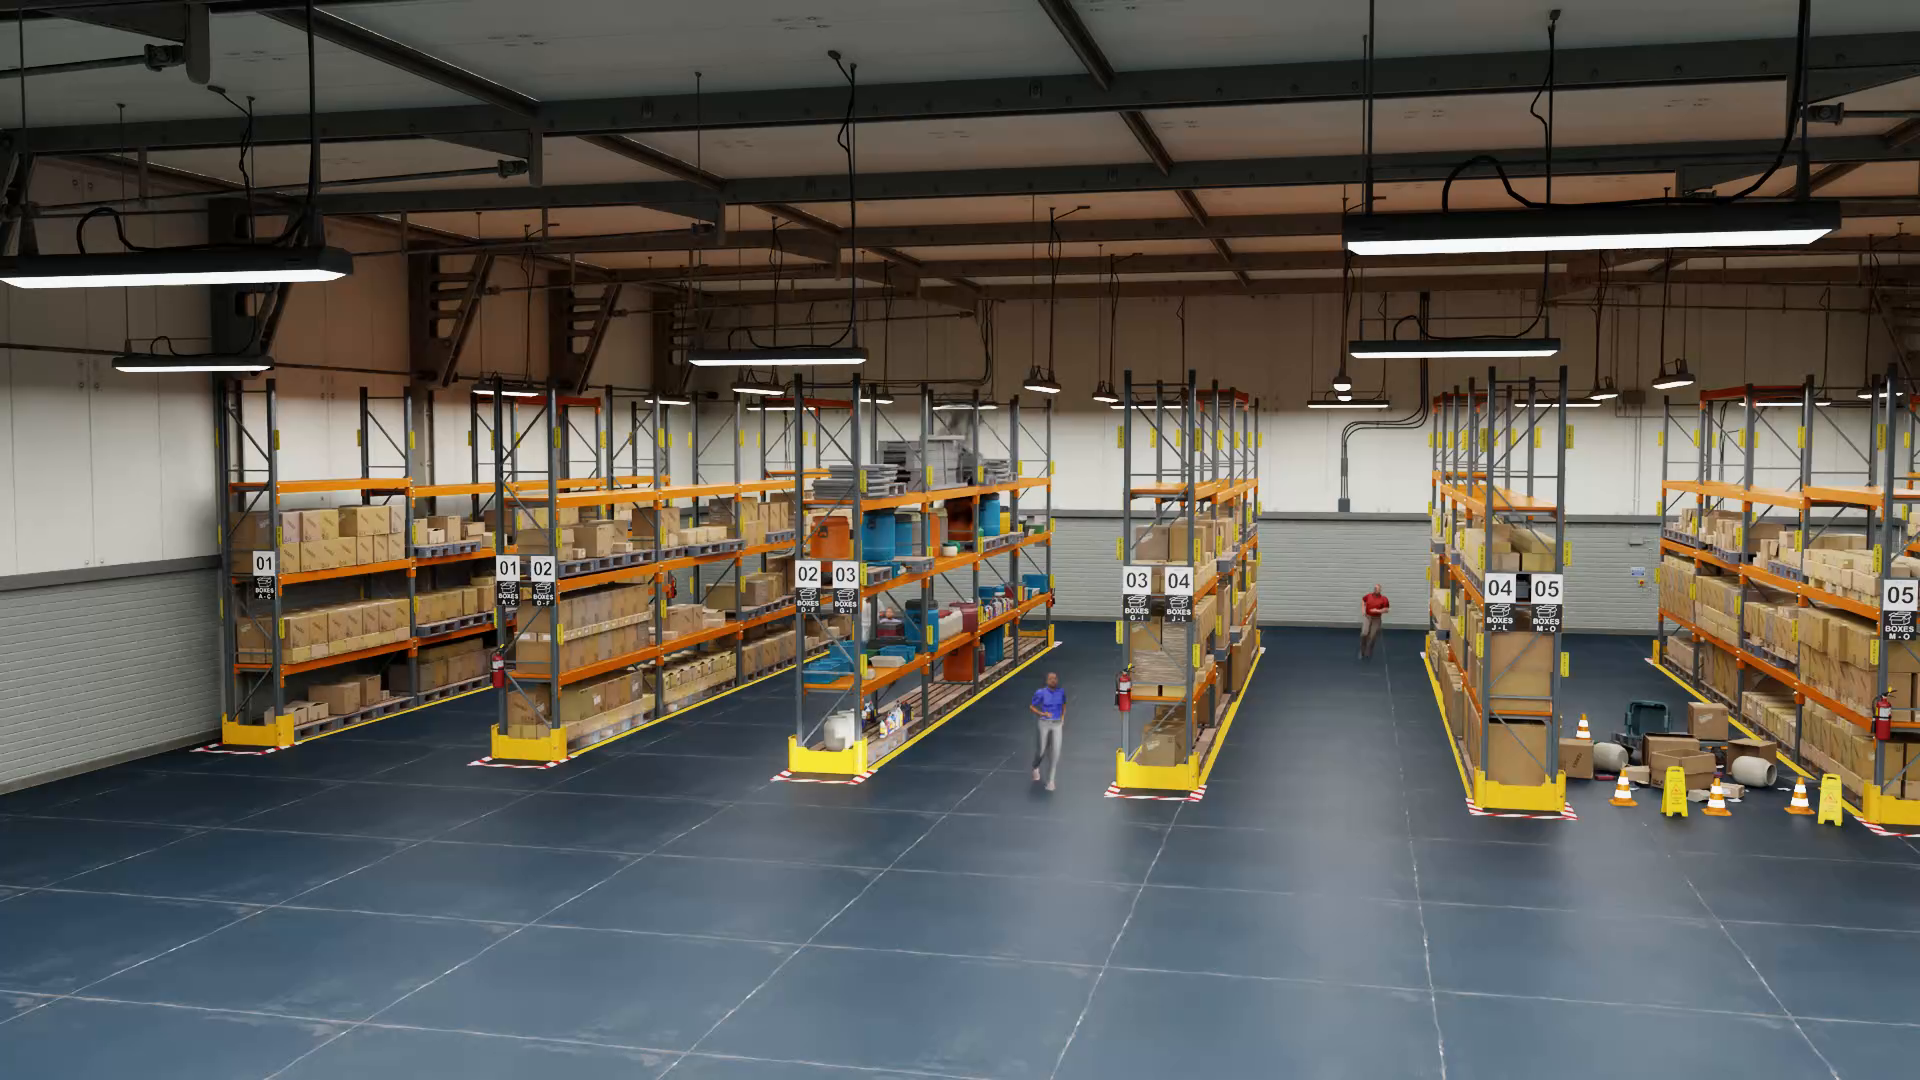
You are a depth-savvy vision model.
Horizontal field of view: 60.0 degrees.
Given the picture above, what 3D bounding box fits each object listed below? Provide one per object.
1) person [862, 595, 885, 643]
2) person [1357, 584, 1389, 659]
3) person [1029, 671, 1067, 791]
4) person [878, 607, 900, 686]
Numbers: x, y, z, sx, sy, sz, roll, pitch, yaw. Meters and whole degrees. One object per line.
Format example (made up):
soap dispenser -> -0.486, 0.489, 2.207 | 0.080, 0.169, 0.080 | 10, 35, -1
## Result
person -> -1.996, 1.917, 36.489 | 0.701, 1.819, 0.916 | 0, 3, 3
person -> 9.491, 1.887, 38.139 | 0.701, 1.770, 0.689 | 1, 4, 19
person -> 1.289, 2.745, 24.130 | 0.606, 1.700, 0.782 | -1, 4, -13
person -> -1.456, 2.170, 33.854 | 0.606, 1.606, 0.537 | 1, 3, 8
